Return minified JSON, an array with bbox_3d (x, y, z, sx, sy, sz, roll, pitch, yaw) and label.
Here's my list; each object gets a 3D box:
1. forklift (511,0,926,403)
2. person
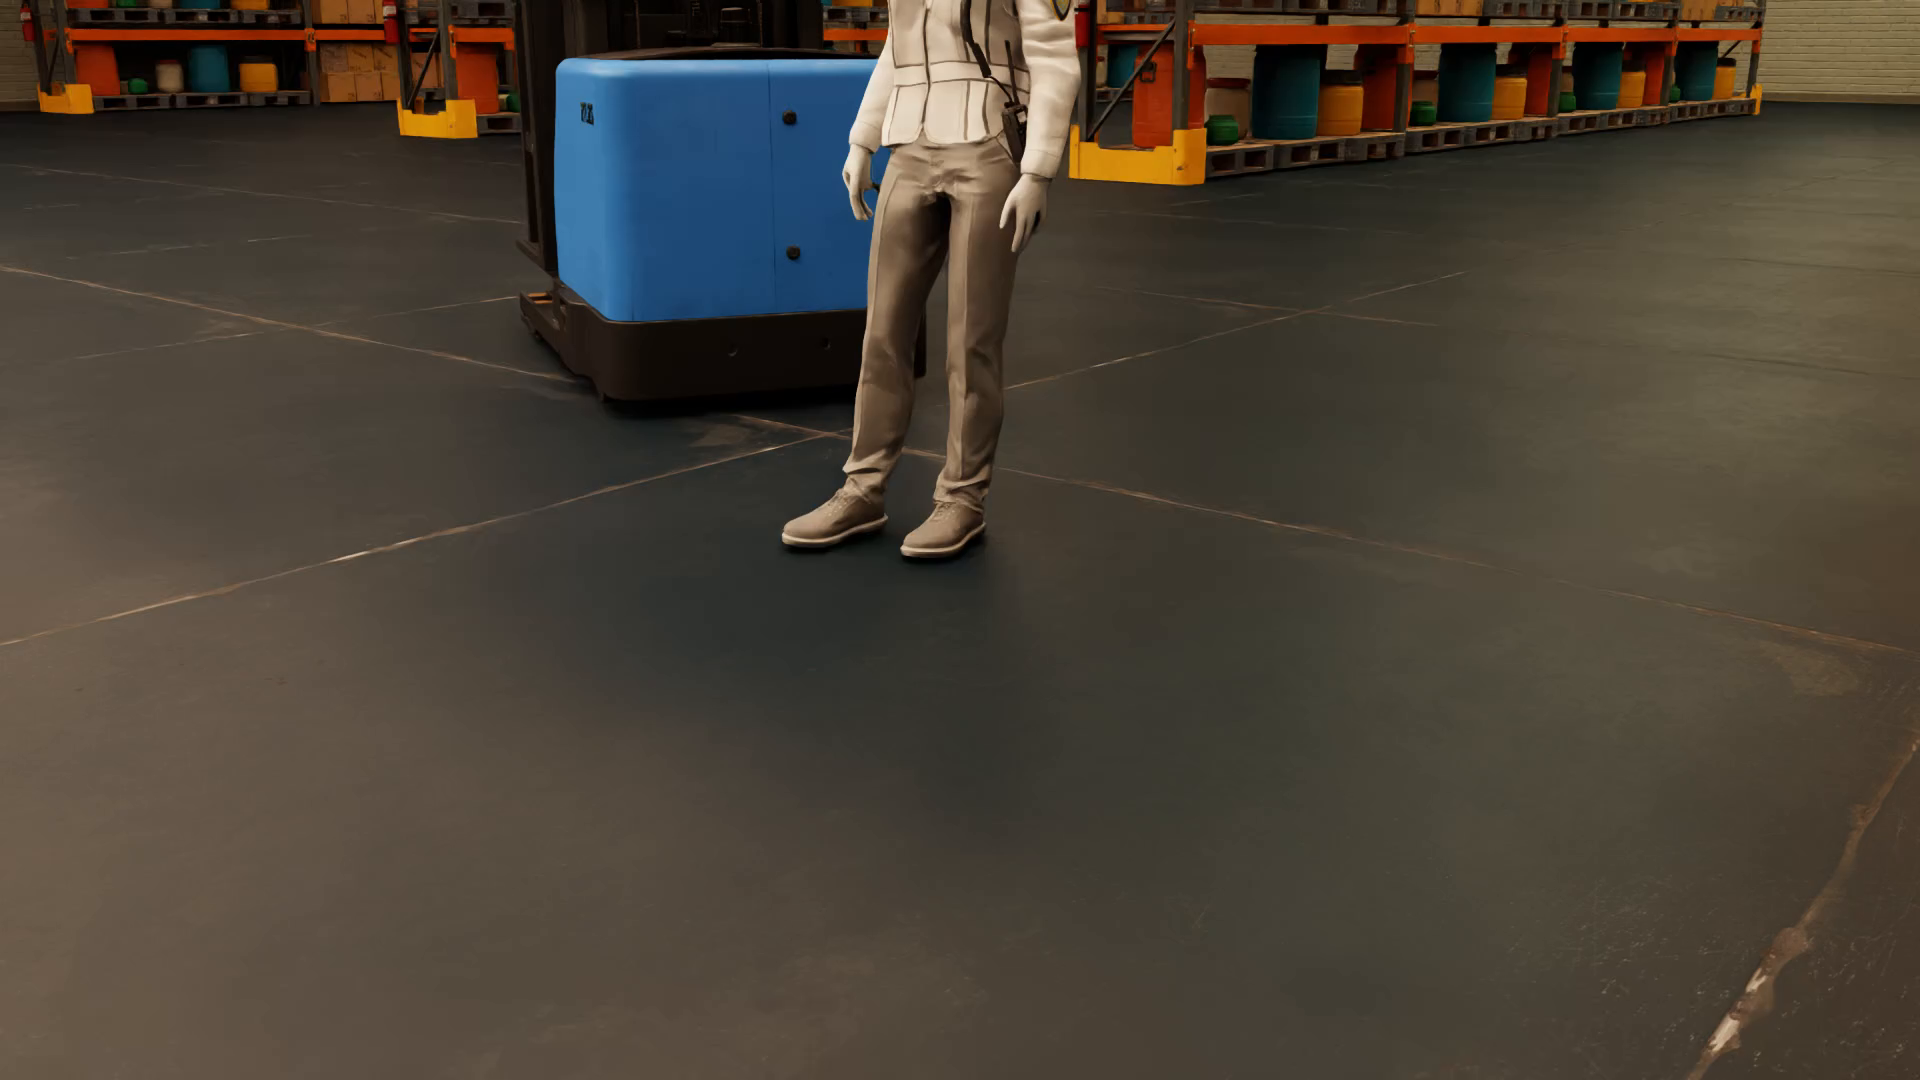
[{"bbox_3d":[-1.125,-2.216,6.197,1.130,2.935,3.031,-7,18,-21],"label":"forklift"},{"bbox_3d":[-0.049,-0.804,3.647,0.588,1.695,0.531,13,21,37],"label":"person"}]
